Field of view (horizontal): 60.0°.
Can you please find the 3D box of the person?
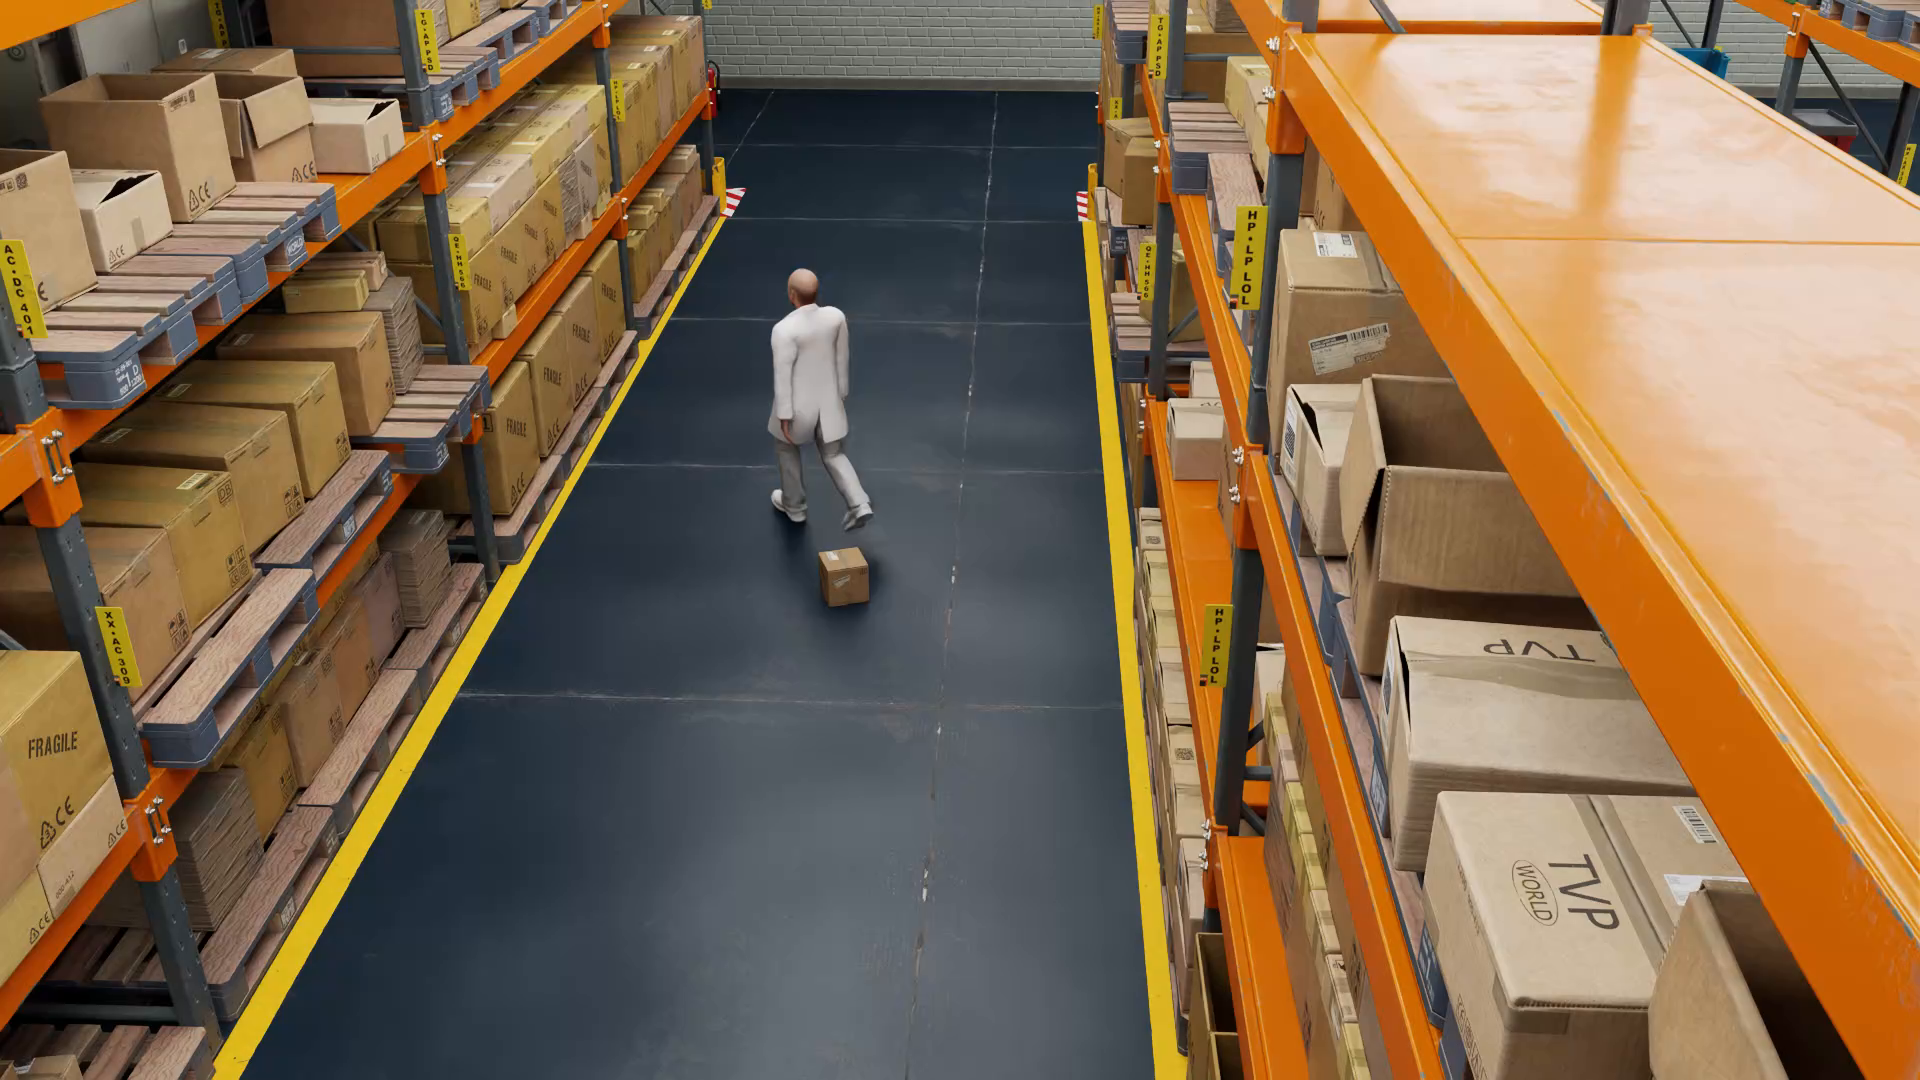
[{"bbox_3d":[-0.919,-0.856,10.502,0.572,1.745,1.001,-17,32,-29],"label":"person"}]
